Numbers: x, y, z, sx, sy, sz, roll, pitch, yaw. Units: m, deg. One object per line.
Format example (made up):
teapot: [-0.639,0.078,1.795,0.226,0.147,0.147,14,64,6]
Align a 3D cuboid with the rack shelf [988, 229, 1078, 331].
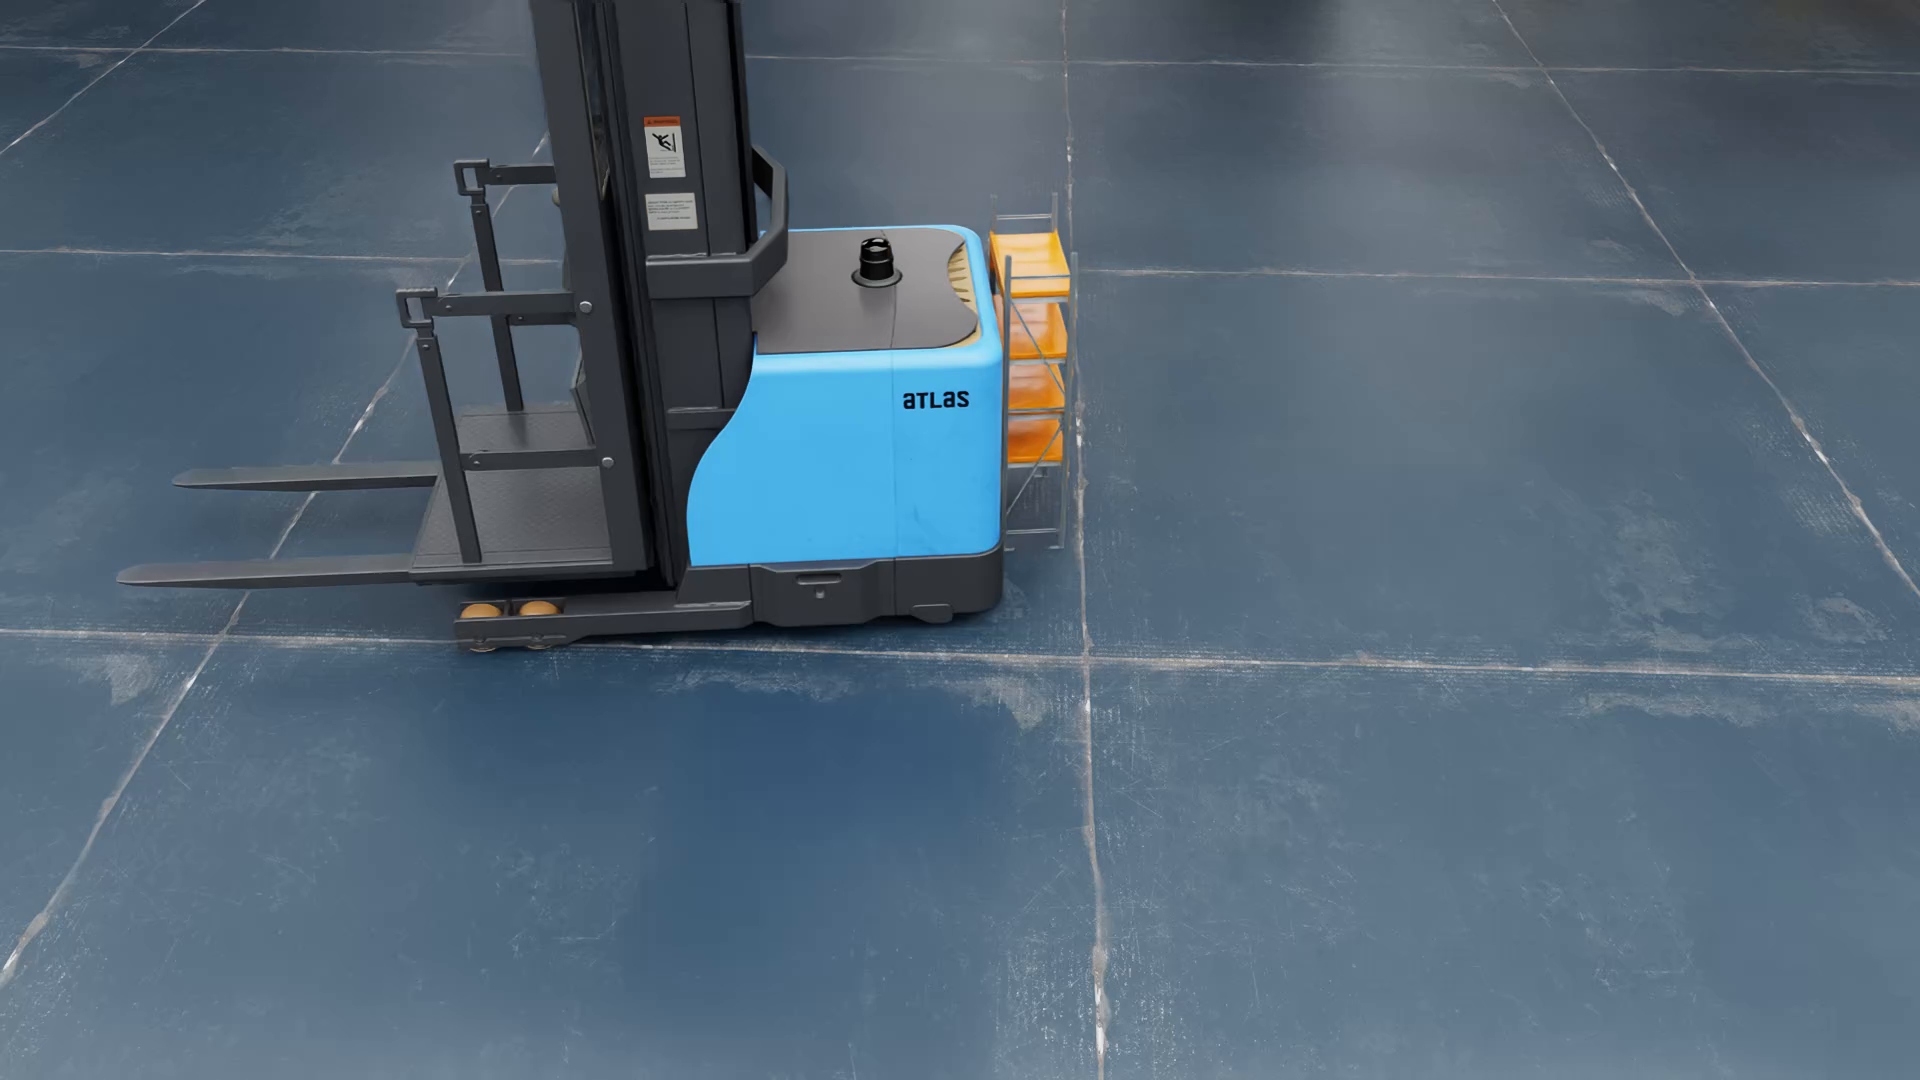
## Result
rack shelf: [0.249,-0.917,5.828,0.258,0.148,0.480,-3,35,-4]

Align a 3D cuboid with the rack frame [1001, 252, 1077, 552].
rack frame: [0.269,-0.456,5.855,0.240,1.200,0.015,-3,35,-4]

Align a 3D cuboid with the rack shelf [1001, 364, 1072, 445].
rack shelf: [0.249,-0.541,6.093,0.258,0.148,0.480,-3,35,-4]

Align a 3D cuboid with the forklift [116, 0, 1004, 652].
forklift: [-1.392,-1.131,5.311,3.031,2.935,1.130,-2,35,-3]

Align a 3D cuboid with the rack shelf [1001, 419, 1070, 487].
rack shelf: [0.249,-0.378,6.207,0.258,0.148,0.480,-3,35,-4]

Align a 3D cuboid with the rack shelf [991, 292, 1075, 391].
rack shelf: [0.249,-0.724,5.964,0.258,0.148,0.480,-3,35,-4]

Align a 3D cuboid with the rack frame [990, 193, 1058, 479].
rack frame: [0.229,-0.735,6.253,0.240,1.200,0.015,-3,35,-4]

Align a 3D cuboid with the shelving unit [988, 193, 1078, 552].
shelving unit: [0.249,-0.596,6.054,0.258,1.200,0.503,-3,35,-4]
